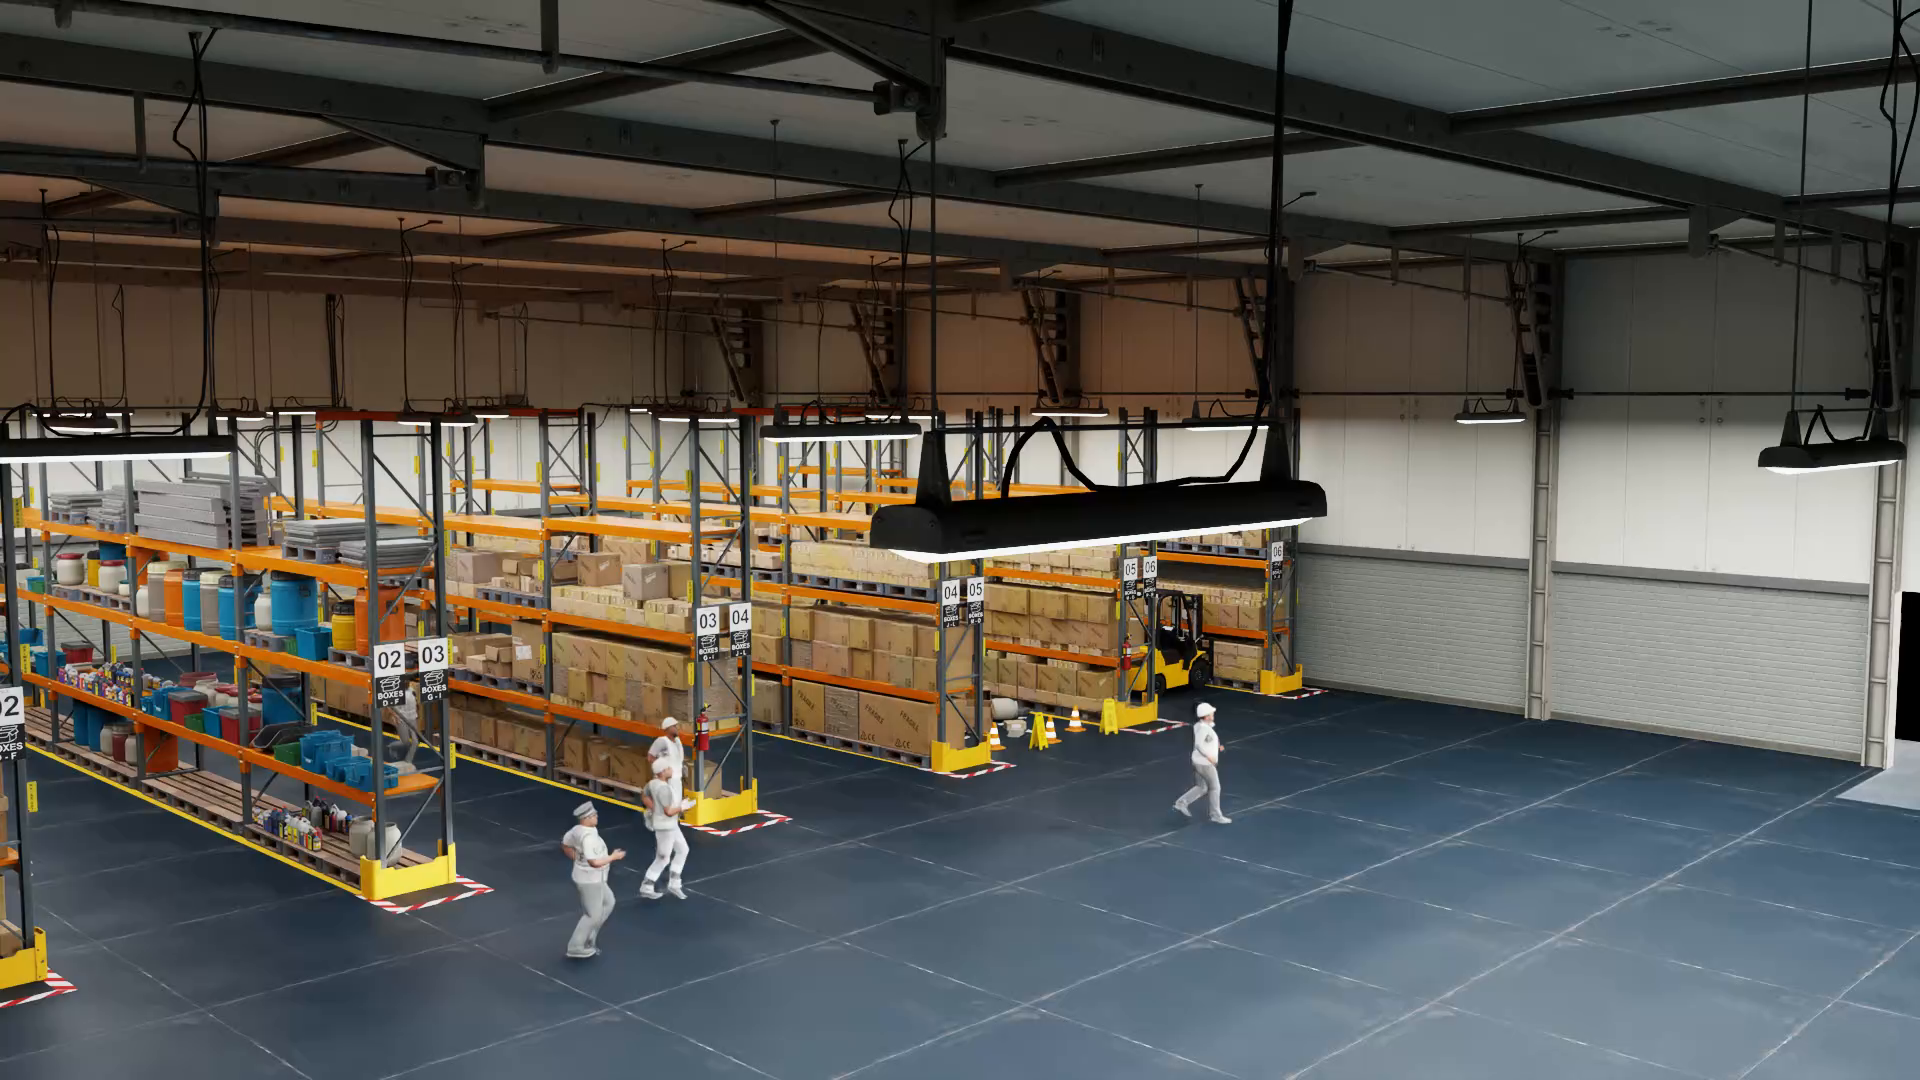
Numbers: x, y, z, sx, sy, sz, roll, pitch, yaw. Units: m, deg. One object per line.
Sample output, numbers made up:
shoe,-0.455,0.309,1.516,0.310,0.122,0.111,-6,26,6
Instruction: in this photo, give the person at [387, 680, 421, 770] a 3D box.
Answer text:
person,-9.379,3.030,28.059,0.592,1.663,0.581,4,6,39

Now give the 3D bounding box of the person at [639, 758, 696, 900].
person,-3.641,3.611,20.653,0.720,1.839,0.631,-1,5,-13

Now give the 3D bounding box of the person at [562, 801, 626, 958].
person,-4.094,3.811,18.633,0.676,1.810,0.643,-2,5,-22

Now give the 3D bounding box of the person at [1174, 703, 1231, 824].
person,3.580,3.281,24.455,0.829,1.780,0.662,0,5,-4

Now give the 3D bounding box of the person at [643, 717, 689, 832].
person,-4.129,3.386,23.676,0.530,1.729,0.675,2,5,19
